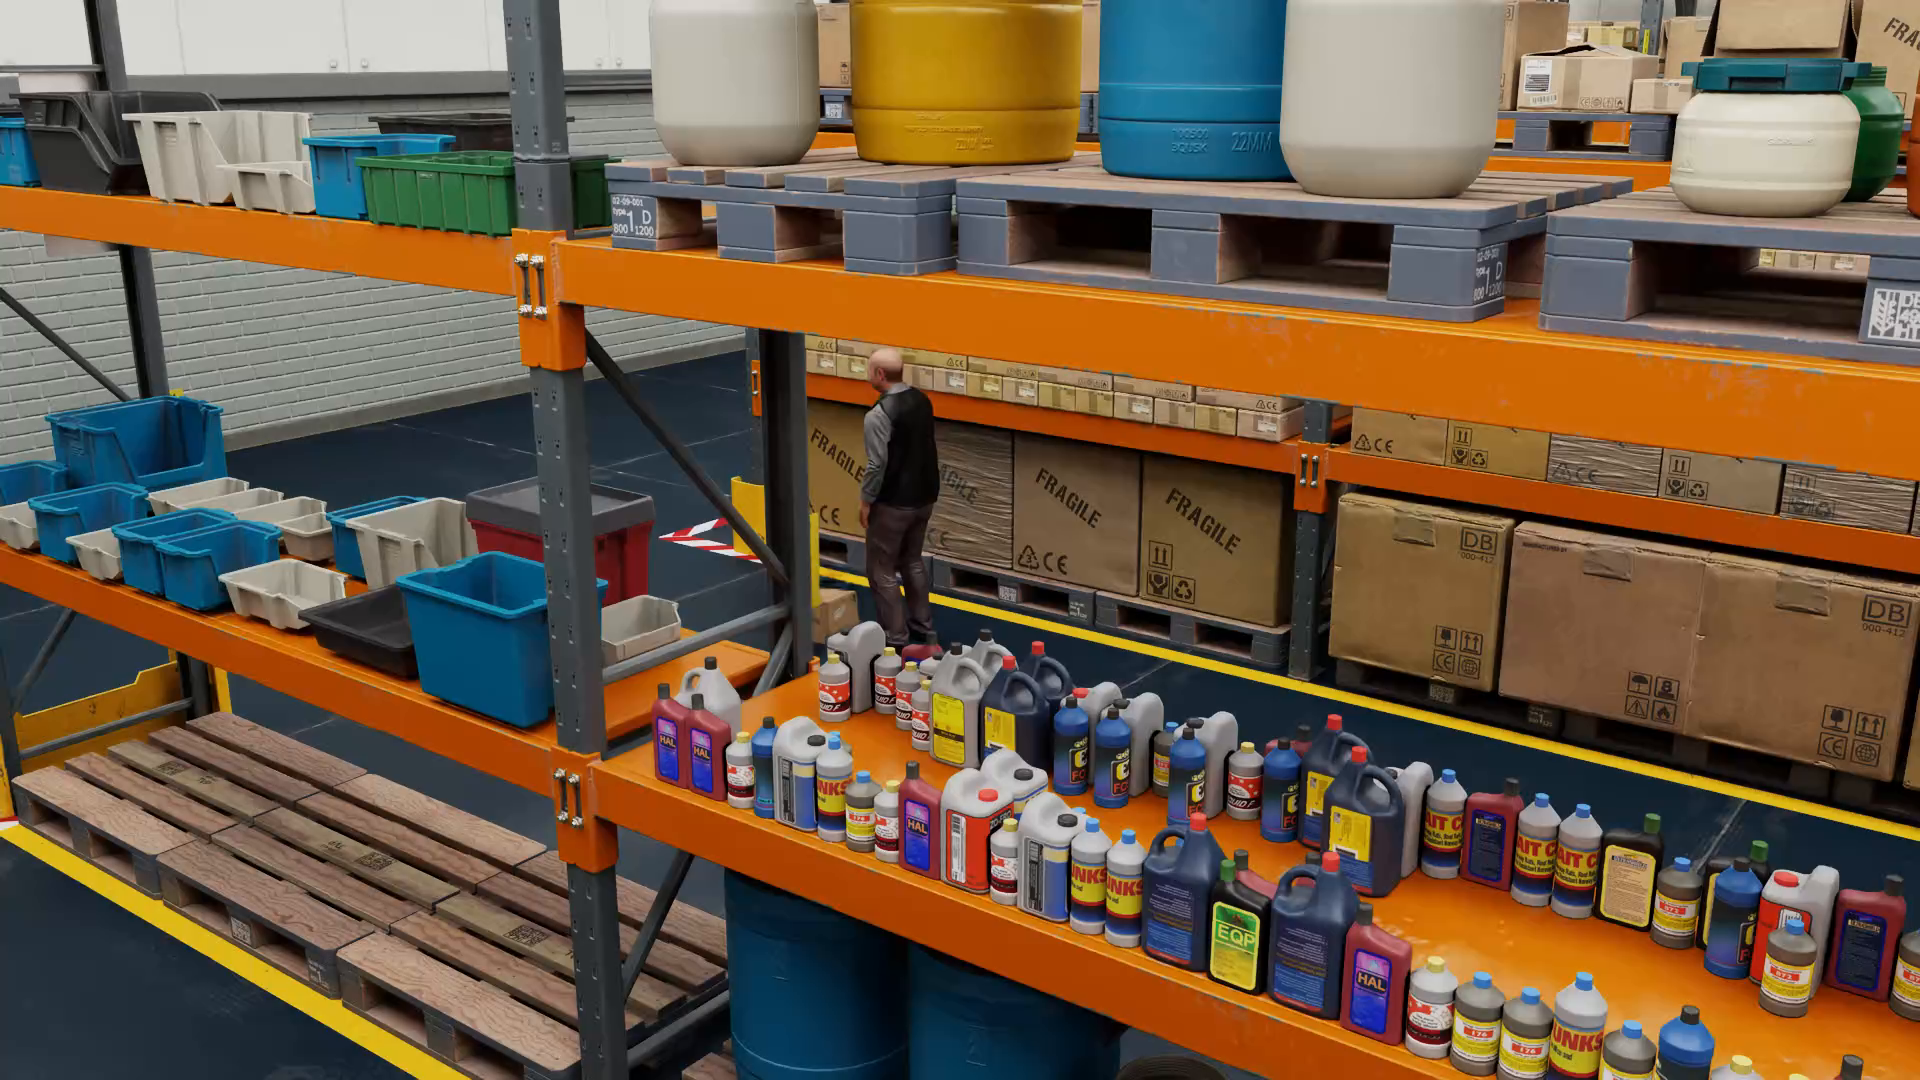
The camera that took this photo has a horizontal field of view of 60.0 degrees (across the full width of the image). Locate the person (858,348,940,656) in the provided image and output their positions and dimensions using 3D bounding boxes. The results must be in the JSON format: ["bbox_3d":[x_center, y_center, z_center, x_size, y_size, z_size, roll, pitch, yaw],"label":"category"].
[{"bbox_3d":[-0.339,-0.215,9.306,0.417,1.722,0.568,11,20,33],"label":"person"}]
